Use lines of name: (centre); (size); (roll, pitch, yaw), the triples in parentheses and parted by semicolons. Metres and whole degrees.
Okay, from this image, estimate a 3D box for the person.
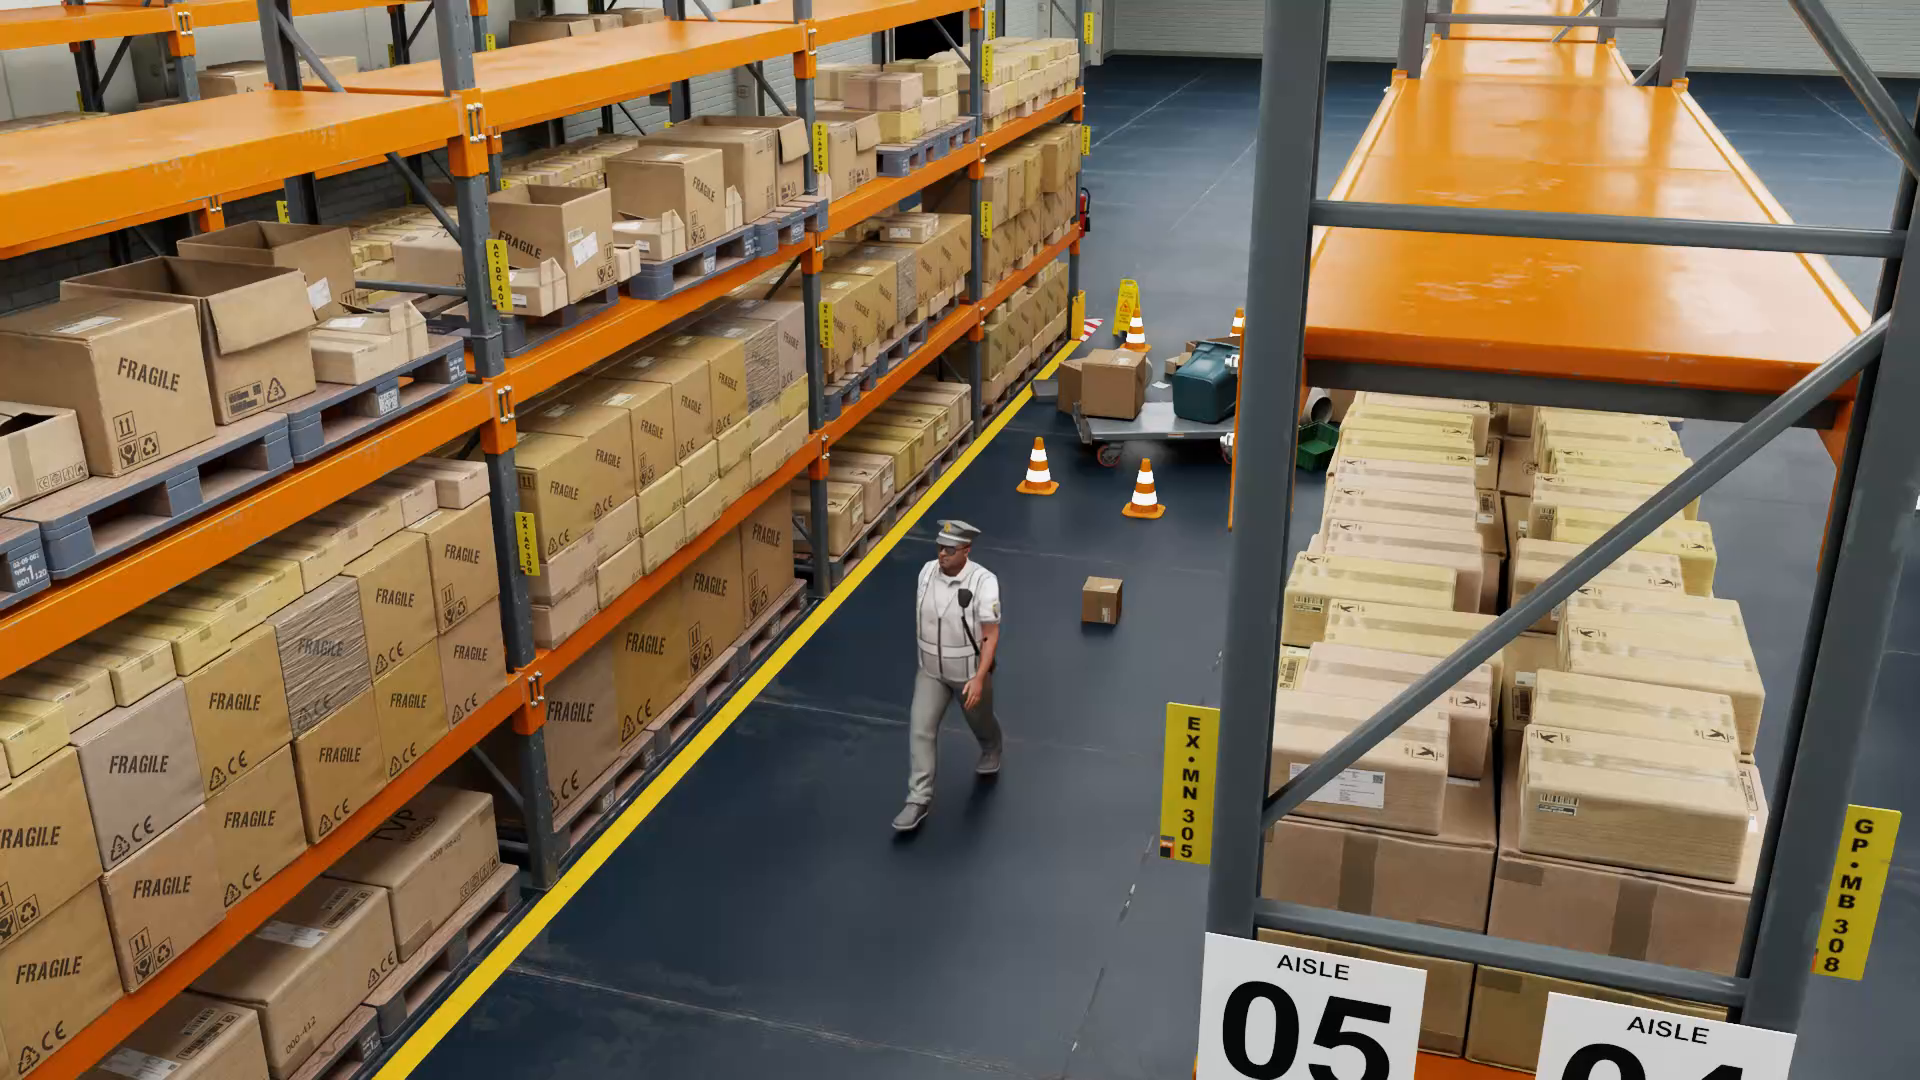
person: (-0.038, 0.699, 9.319); (0.537, 1.718, 1.081); (9, 23, 21)
